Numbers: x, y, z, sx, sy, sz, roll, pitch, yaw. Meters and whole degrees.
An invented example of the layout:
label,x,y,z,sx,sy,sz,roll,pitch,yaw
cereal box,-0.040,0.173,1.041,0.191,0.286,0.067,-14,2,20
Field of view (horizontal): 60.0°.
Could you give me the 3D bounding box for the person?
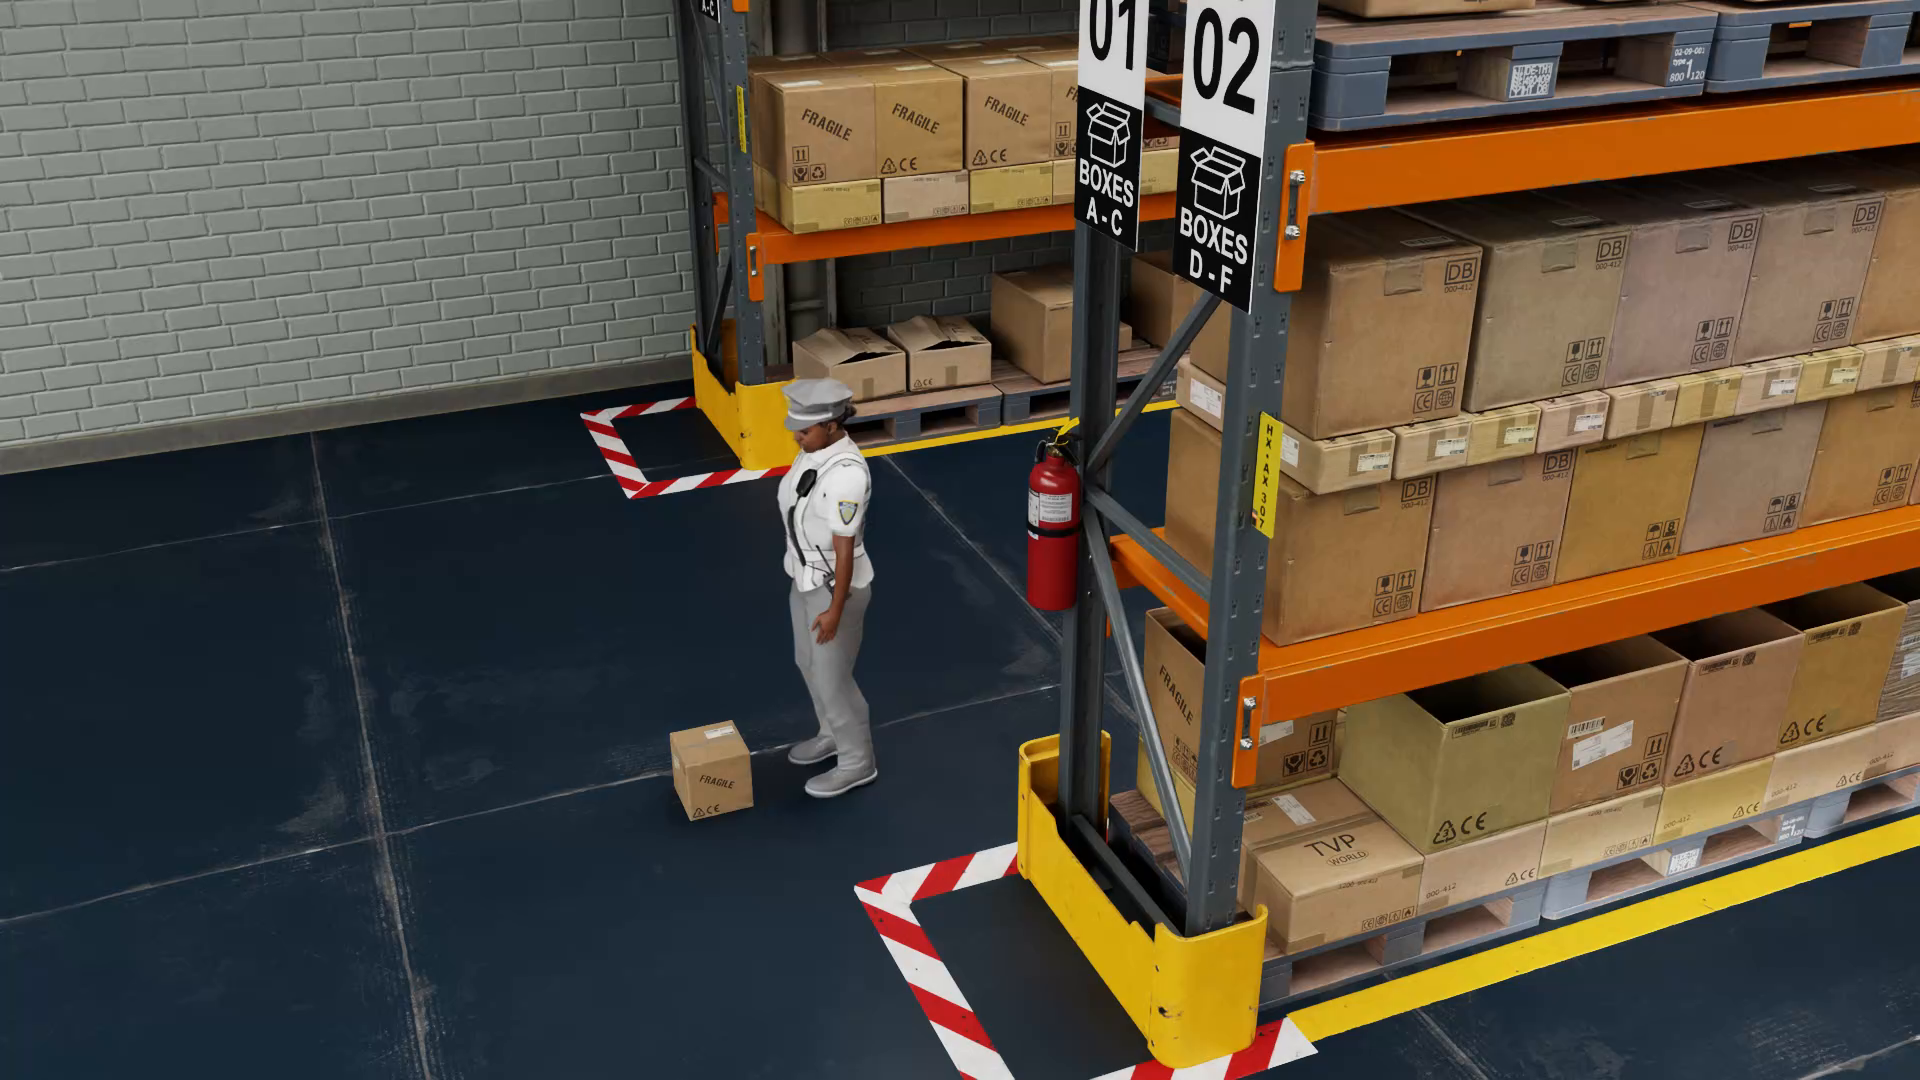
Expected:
label,x,y,z,sx,sy,sz,roll,pitch,yaw
person,-0.496,0.192,6.249,0.365,1.648,0.444,-10,28,-19
